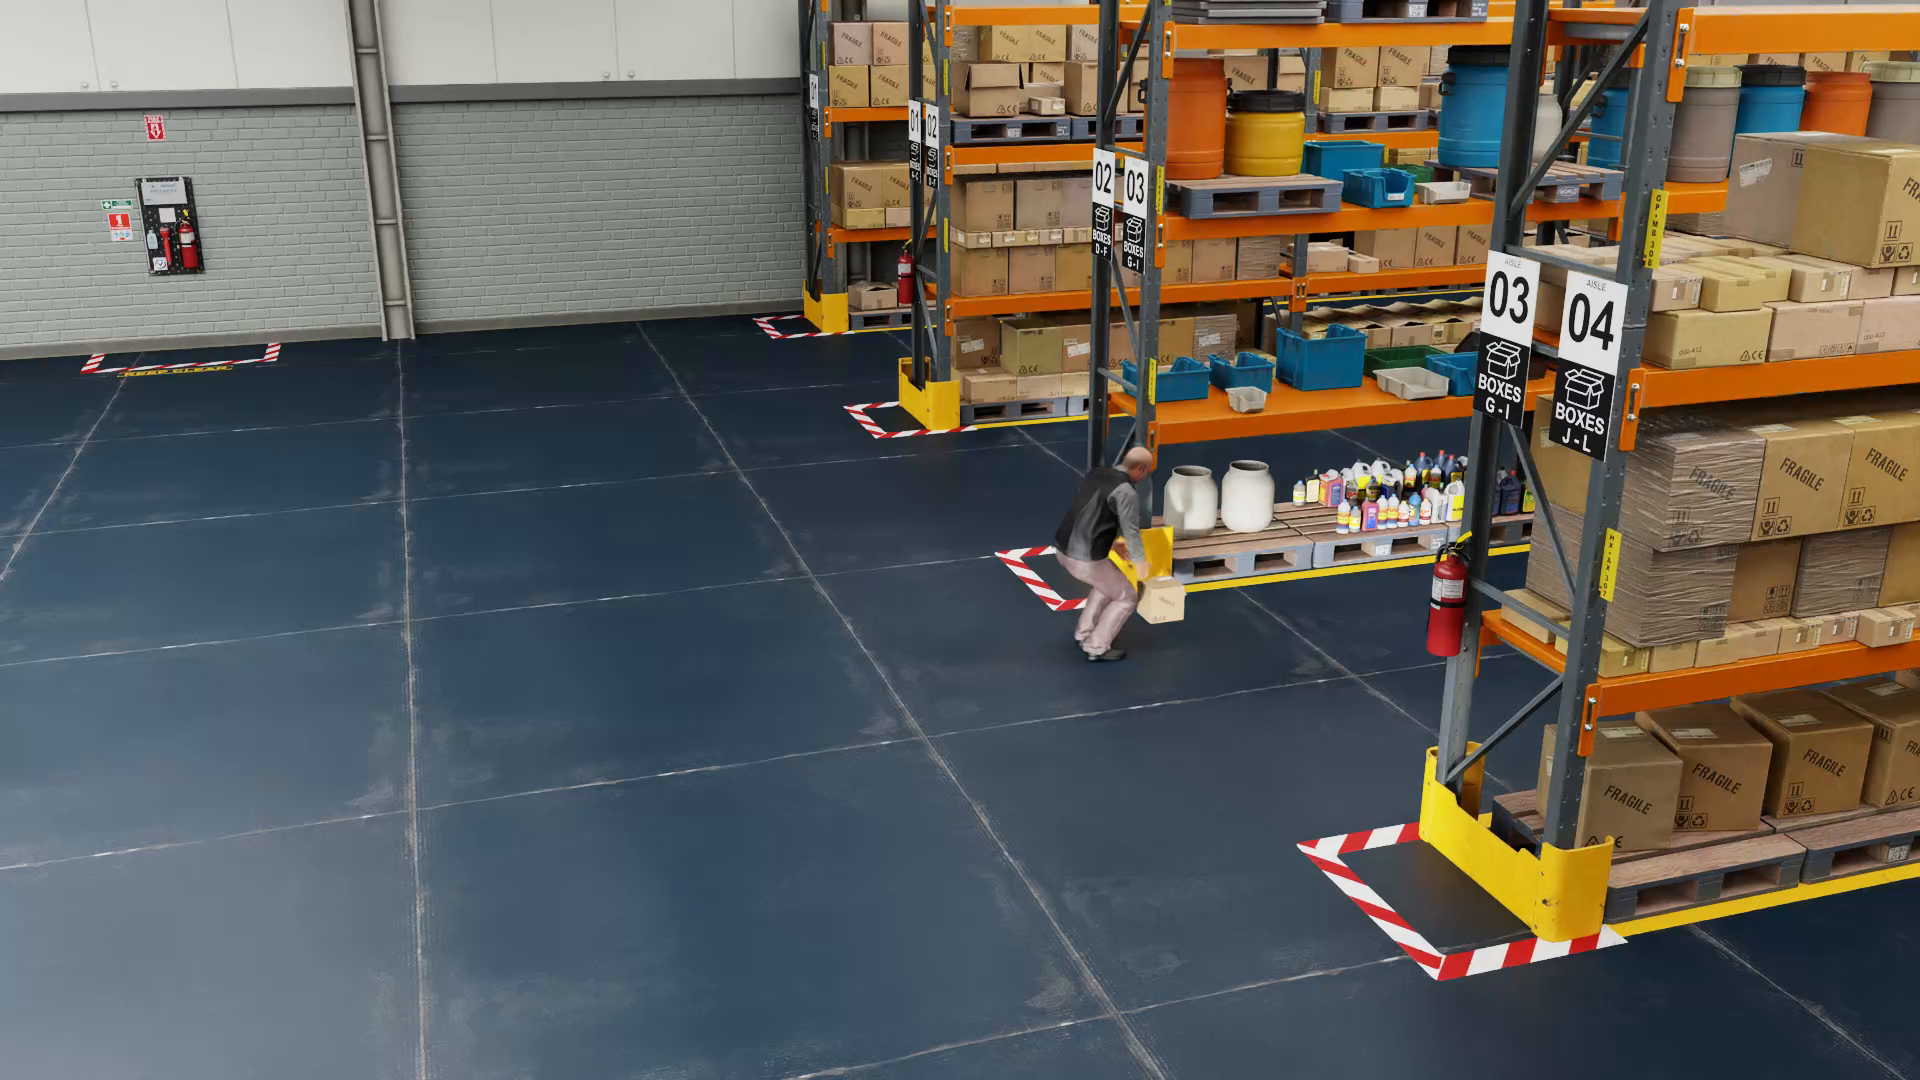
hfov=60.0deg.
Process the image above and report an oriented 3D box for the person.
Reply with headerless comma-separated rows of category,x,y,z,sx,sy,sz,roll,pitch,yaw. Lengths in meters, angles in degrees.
person,0.973,0.080,11.322,0.689,1.434,0.591,-6,20,-17
